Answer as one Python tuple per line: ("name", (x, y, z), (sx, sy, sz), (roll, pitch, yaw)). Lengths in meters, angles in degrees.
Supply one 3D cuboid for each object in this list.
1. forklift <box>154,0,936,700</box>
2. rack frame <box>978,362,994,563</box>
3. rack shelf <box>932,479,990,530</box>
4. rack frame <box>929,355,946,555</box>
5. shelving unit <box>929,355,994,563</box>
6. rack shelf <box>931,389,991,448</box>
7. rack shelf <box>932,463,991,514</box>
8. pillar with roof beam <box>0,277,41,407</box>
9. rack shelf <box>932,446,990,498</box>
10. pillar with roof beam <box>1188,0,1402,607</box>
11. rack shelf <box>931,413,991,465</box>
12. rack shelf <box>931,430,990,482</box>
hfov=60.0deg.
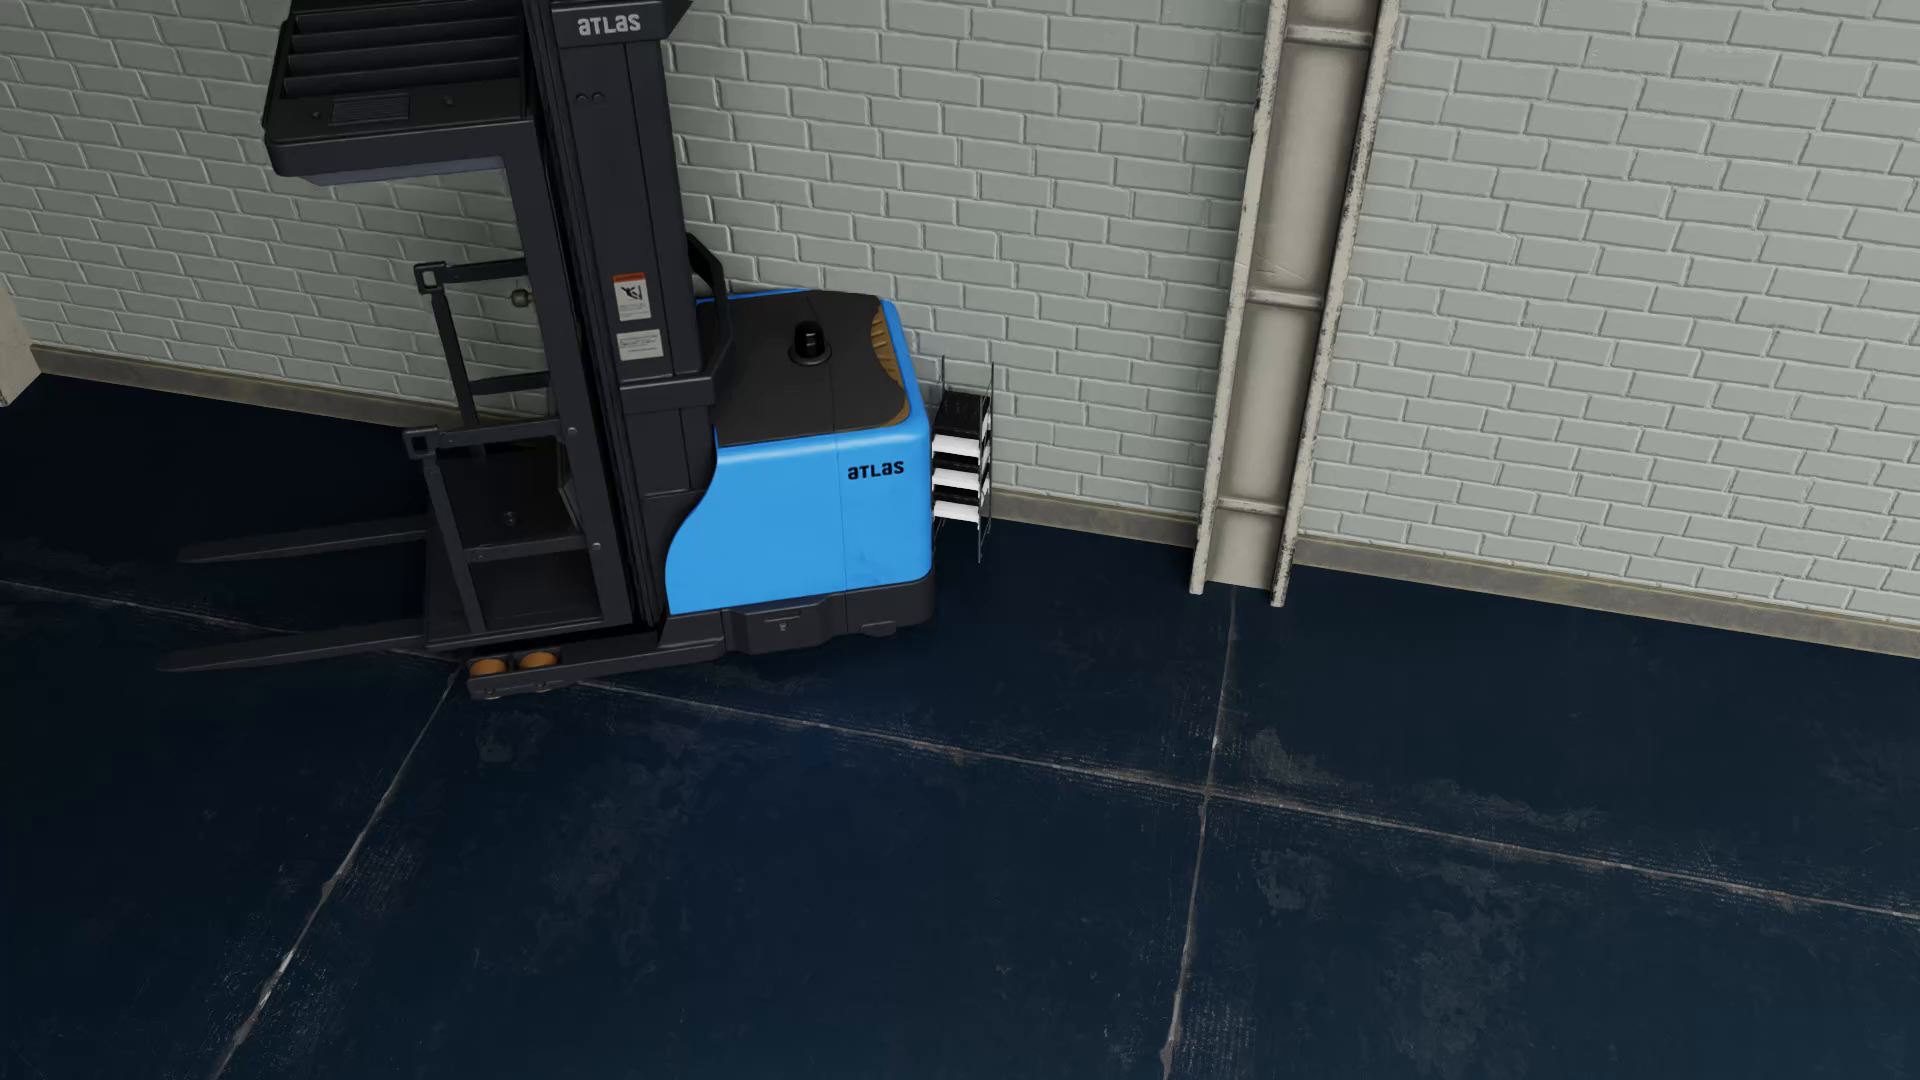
("forklift", (-1.668, -0.828, 5.957), (3.031, 2.935, 1.130), (-8, 44, -8))
("rack frame", (0.107, -0.308, 6.881), (0.006, 0.900, 0.240), (9, 45, 9))
("rack shelf", (0.008, -0.169, 7.045), (0.200, 0.077, 0.258), (9, 45, 9))
("rack frame", (-0.091, -0.338, 6.913), (0.006, 0.900, 0.240), (9, 45, 9))
("shelving unit", (0.008, -0.323, 6.897), (0.210, 0.900, 0.258), (9, 45, 9))
("rack shelf", (0.008, -0.493, 6.733), (0.200, 0.077, 0.258), (9, 45, 9))
("rack shelf", (0.008, -0.234, 6.982), (0.200, 0.077, 0.258), (9, 45, 9))
("pillar with roof beam", (-5.610, -1.091, 1.854), (0.400, 9.000, 9.100), (9, 45, 9))
("rack shelf", (0.008, -0.299, 6.920), (0.200, 0.077, 0.258), (9, 45, 9))
("pillar with roof beam", (0.245, -0.182, 0.910), (0.400, 9.000, 9.100), (9, 45, 9))
("rack shelf", (0.008, -0.429, 6.795), (0.200, 0.077, 0.258), (9, 45, 9))
("rack shelf", (0.008, -0.364, 6.857), (0.200, 0.077, 0.258), (9, 45, 9))
